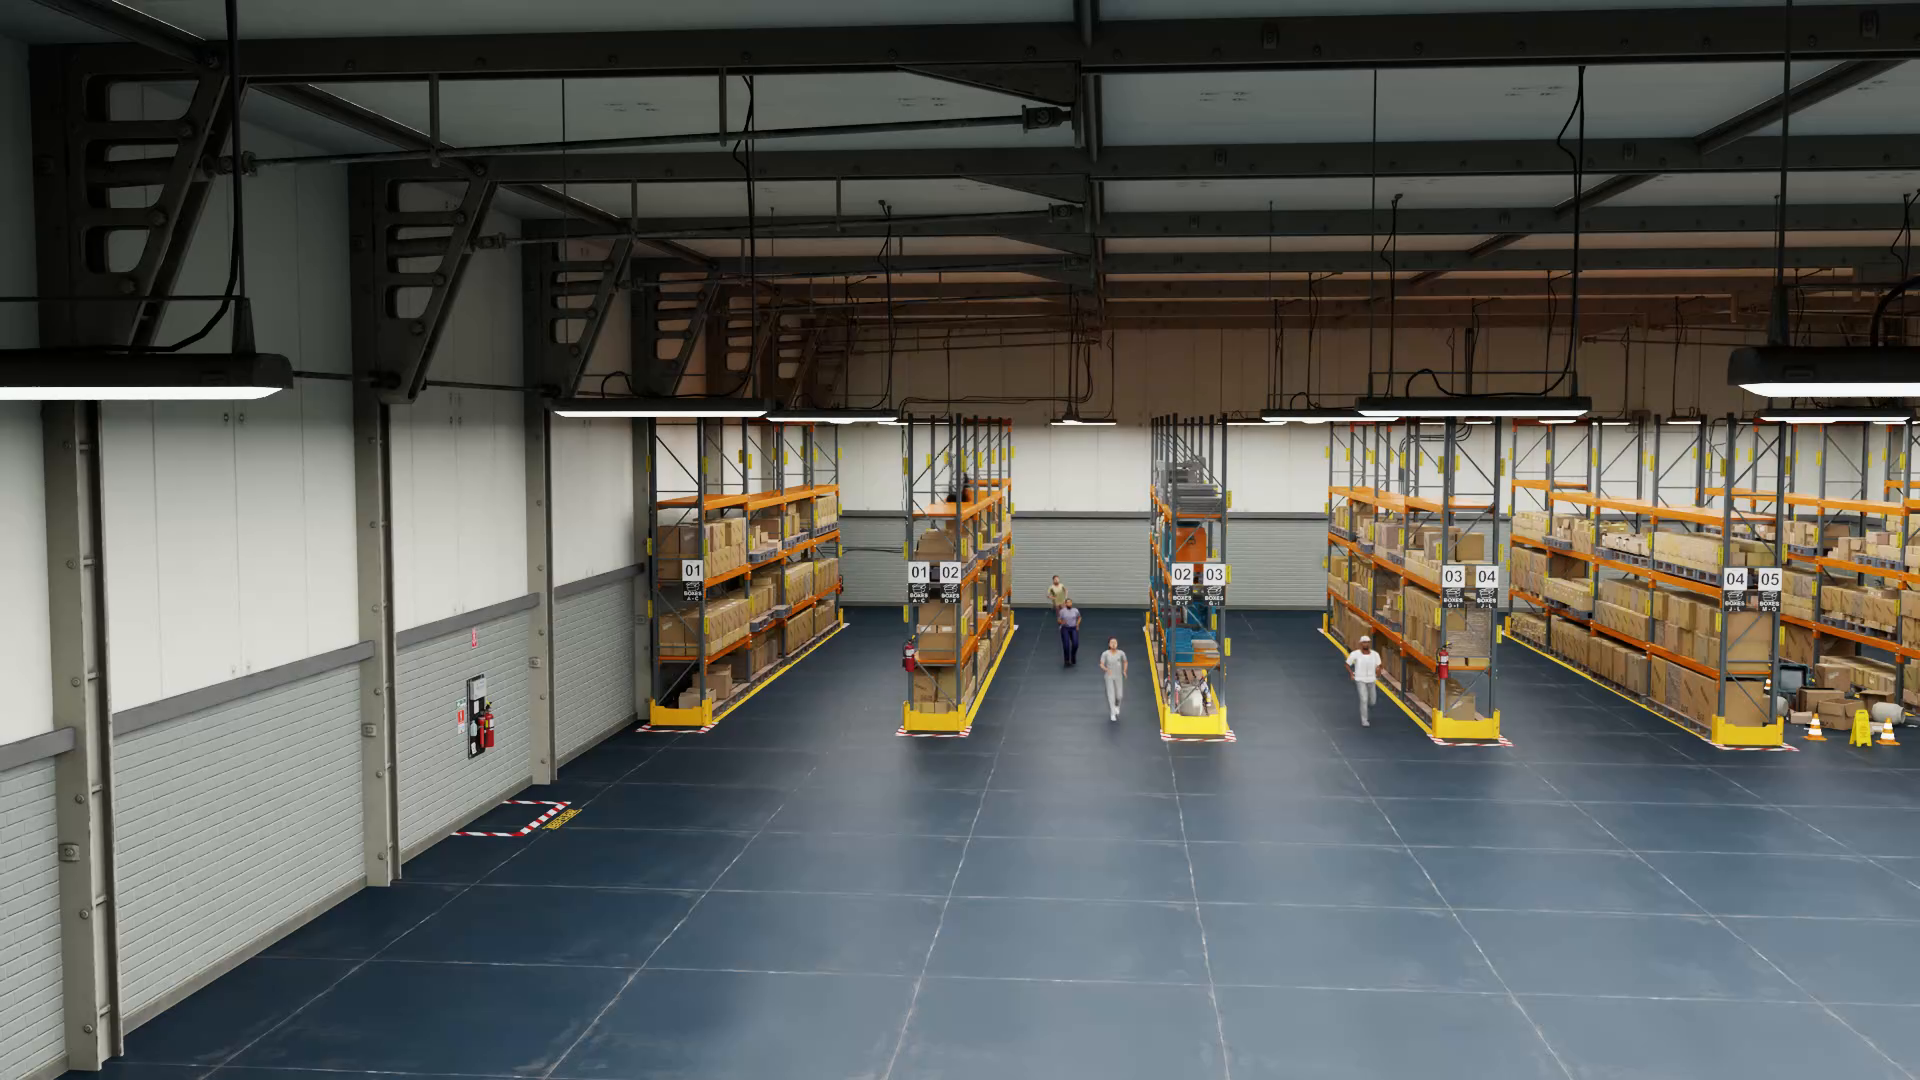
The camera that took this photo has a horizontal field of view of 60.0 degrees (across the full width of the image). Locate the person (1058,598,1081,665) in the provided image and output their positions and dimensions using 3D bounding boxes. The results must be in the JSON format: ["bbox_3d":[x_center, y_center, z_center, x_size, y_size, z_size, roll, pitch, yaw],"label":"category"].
[{"bbox_3d":[2.653,2.216,40.080,0.591,1.618,0.576,0,4,-3],"label":"person"}]

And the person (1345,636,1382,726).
[{"bbox_3d":[7.794,2.704,32.061,0.707,1.726,0.753,0,4,-2],"label":"person"}]

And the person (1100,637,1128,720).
[{"bbox_3d":[3.020,2.718,32.575,0.558,1.631,0.555,0,4,0],"label":"person"}]

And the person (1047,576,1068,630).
[{"bbox_3d":[2.720,1.809,46.428,0.617,1.650,0.793,-1,4,-8],"label":"person"}]
